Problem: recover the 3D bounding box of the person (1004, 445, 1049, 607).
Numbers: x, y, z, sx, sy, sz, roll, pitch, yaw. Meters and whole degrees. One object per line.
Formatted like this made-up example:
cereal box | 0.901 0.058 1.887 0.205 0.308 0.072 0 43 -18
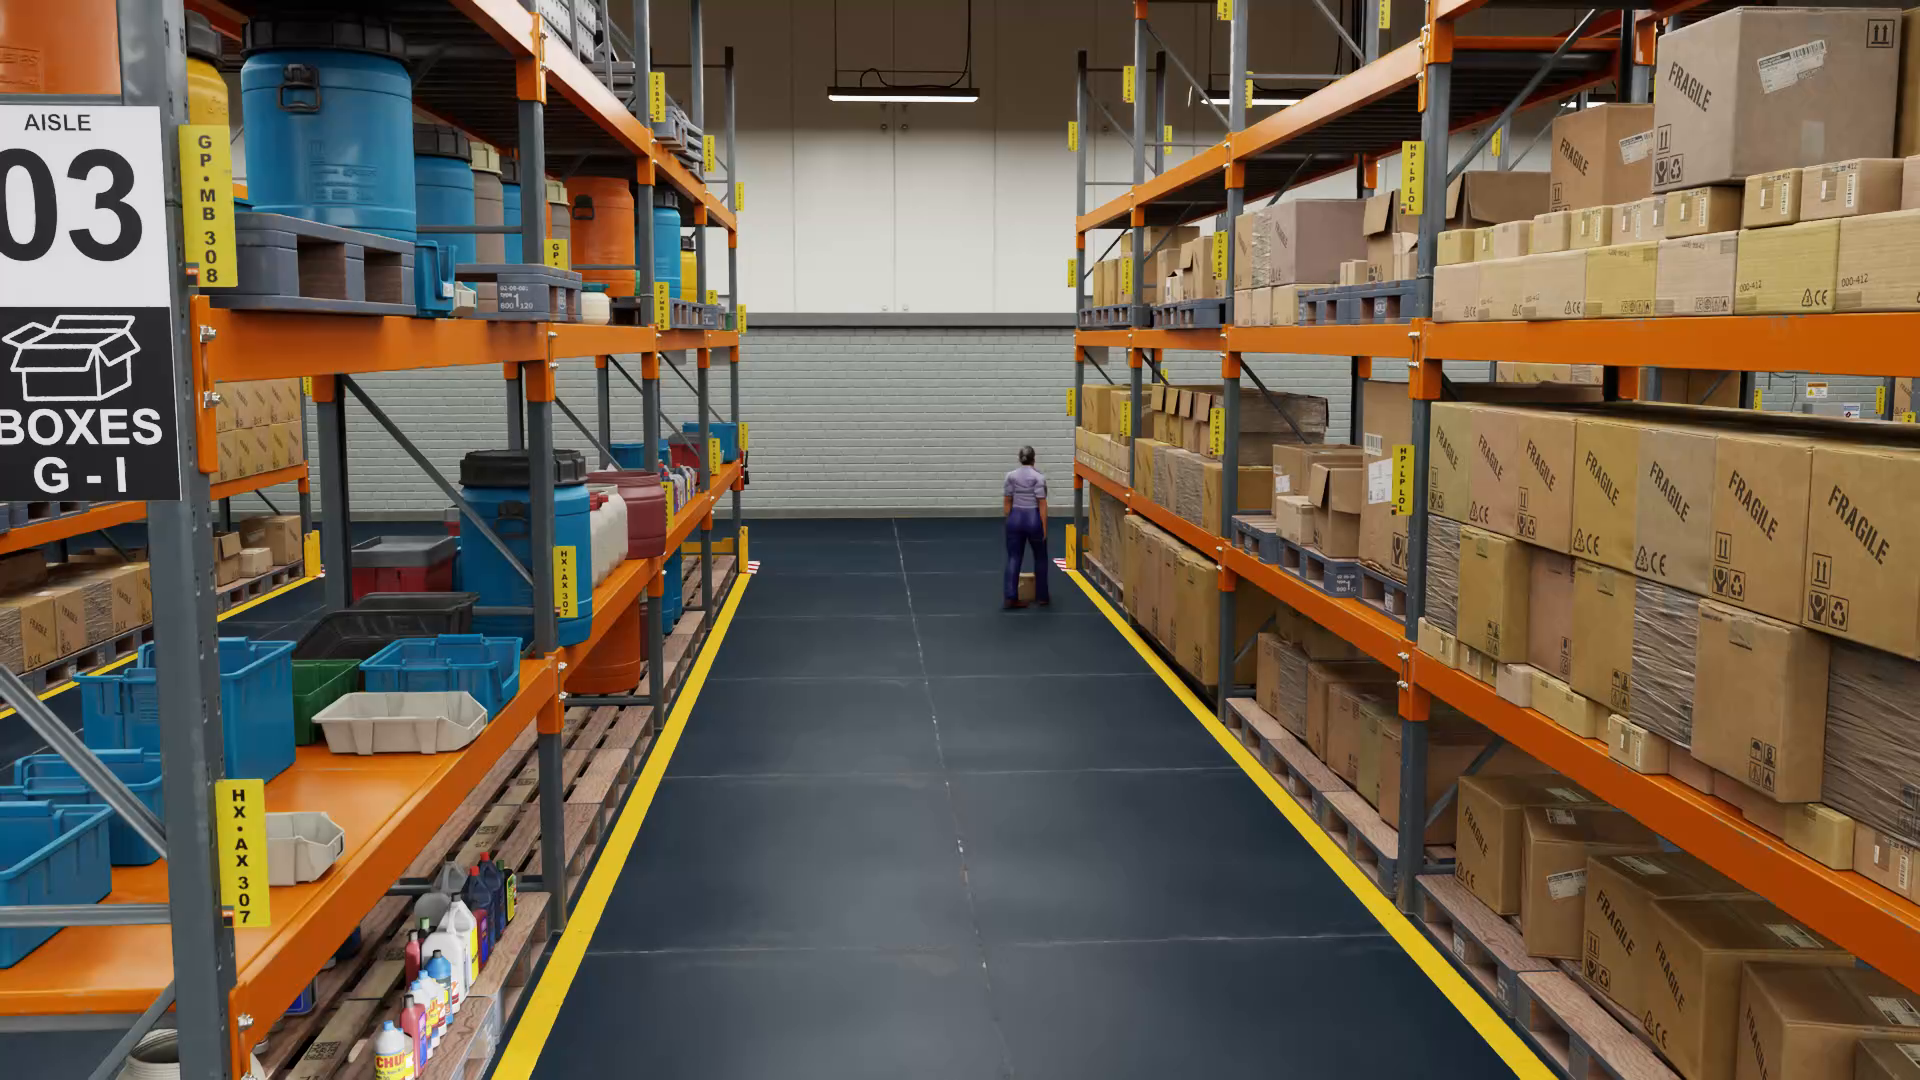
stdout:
person | 0.698 -0.144 17.002 0.472 1.635 0.604 2 7 16
